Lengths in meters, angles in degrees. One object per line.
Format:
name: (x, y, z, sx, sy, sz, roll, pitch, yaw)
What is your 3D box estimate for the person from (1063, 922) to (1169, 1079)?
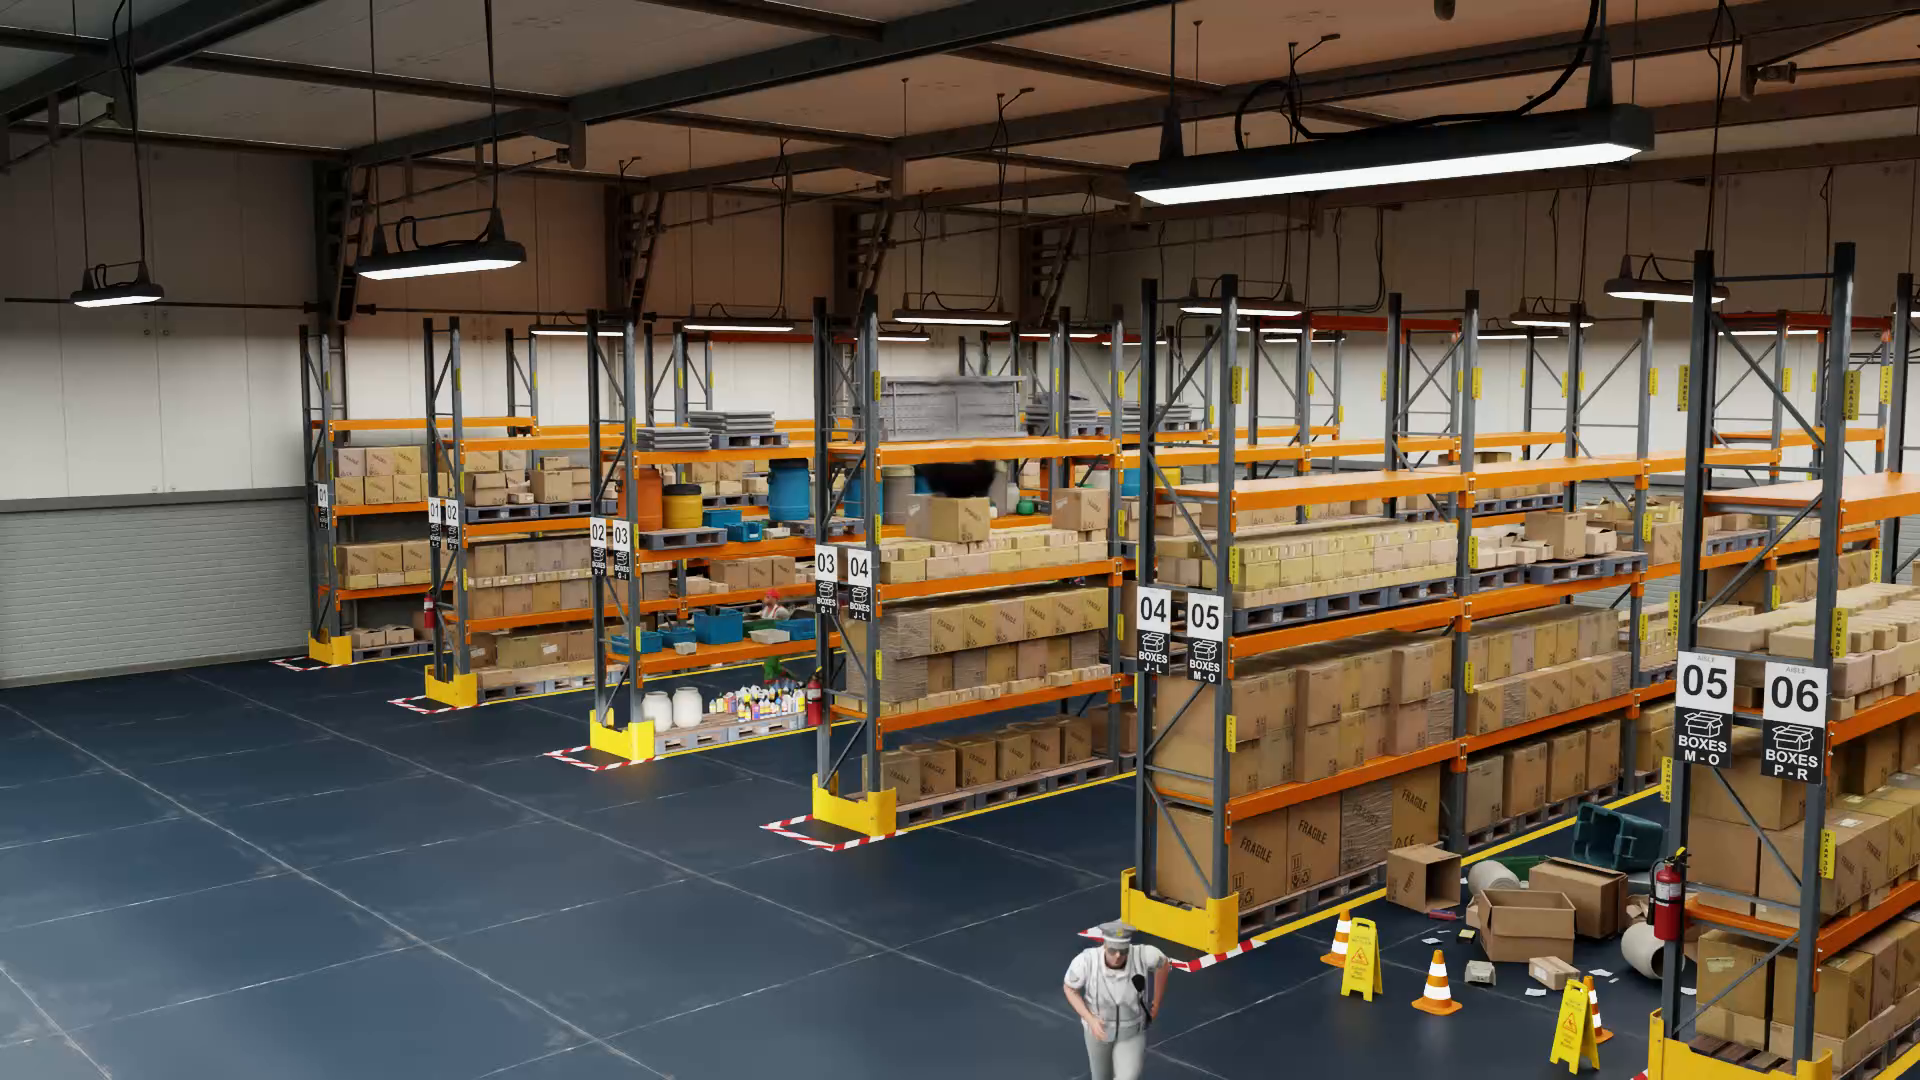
person: (1.021, 3.251, 11.042, 0.703, 1.718, 1.023, 0, 6, -1)

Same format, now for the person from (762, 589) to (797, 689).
person: (-2.876, 1.648, 26.116, 0.956, 1.786, 0.667, -5, 8, -43)
